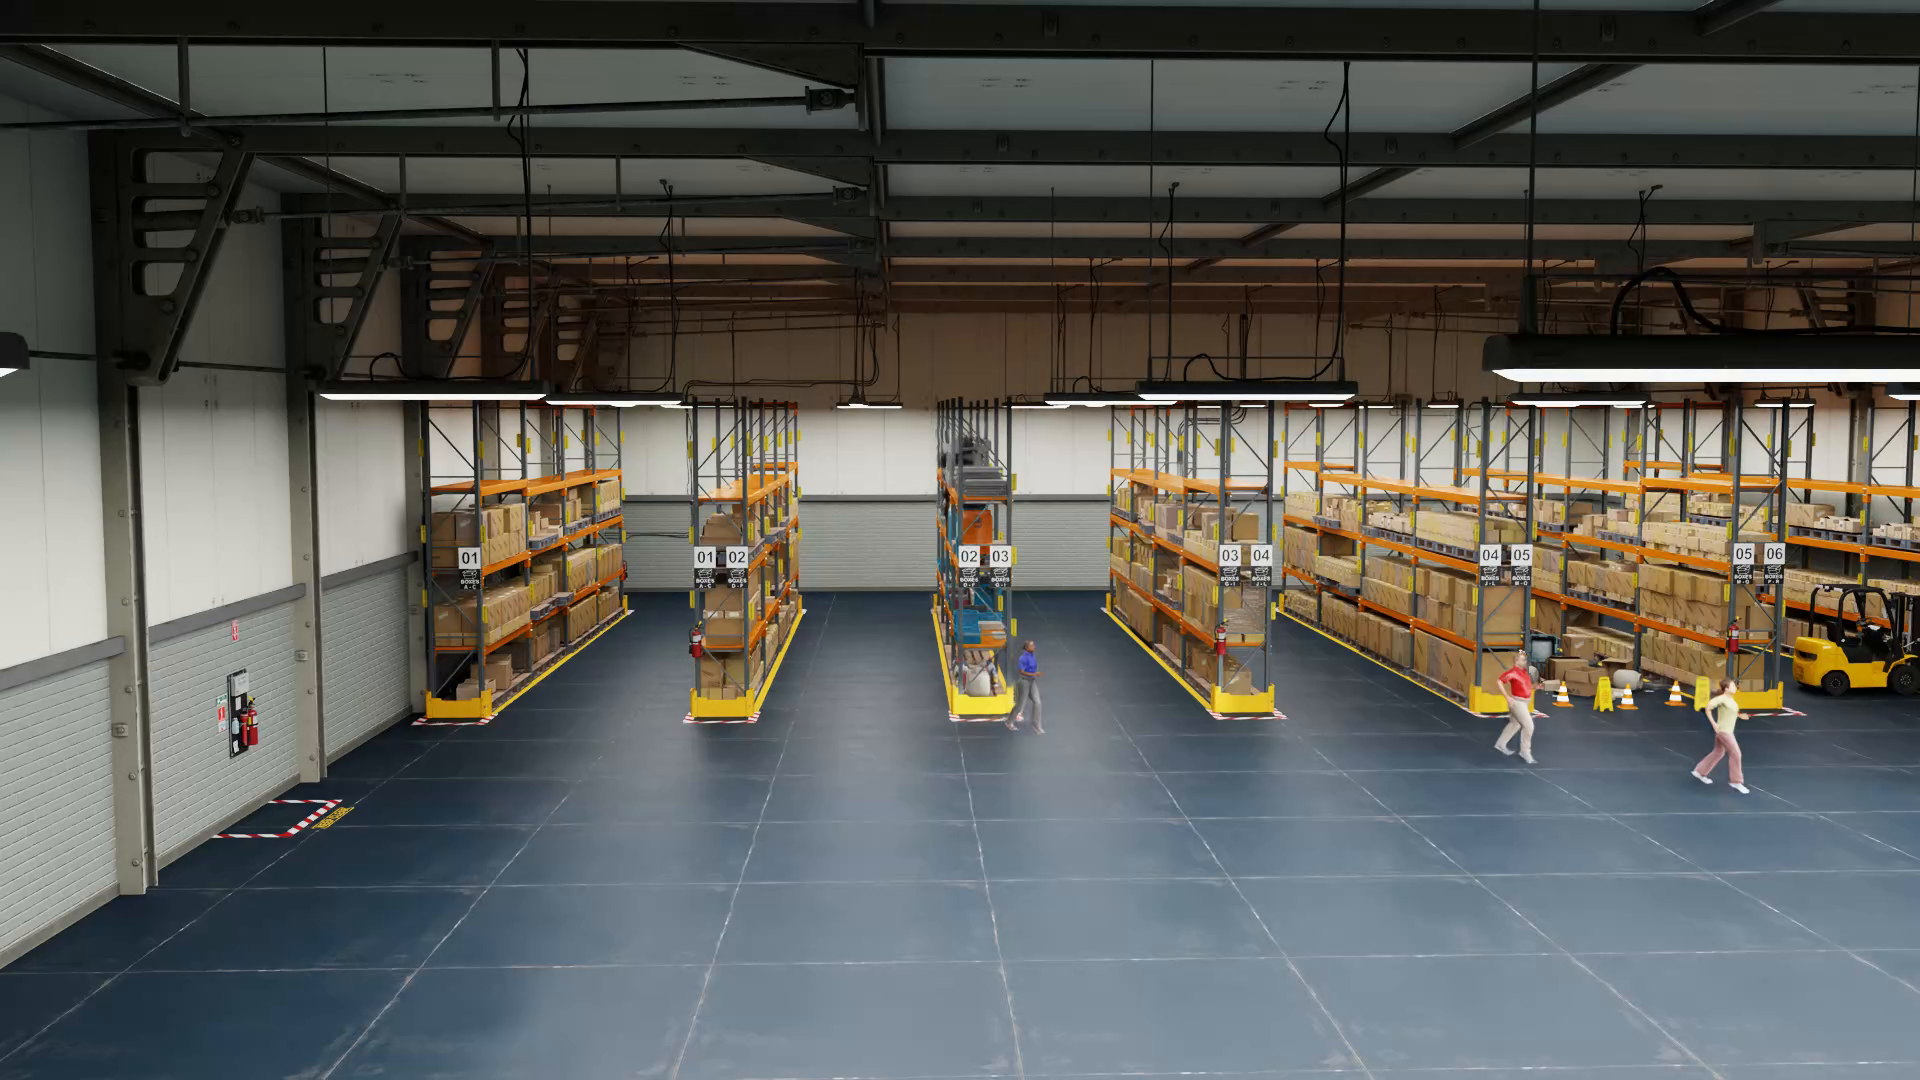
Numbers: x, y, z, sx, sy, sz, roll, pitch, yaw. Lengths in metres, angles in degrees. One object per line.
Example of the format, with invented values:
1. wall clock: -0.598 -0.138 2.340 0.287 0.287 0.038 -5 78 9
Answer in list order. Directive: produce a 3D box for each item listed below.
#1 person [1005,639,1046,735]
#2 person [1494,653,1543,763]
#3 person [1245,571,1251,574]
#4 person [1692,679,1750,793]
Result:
1. person: 1.175 2.628 29.560 0.778 1.716 0.589 3 5 31
2. person: 9.185 2.757 27.328 0.771 1.798 0.637 3 5 35
3. person: 7.998 1.322 45.636 0.672 1.844 0.929 1 4 8
4. person: 11.578 2.936 25.238 0.839 1.703 0.569 3 5 34
